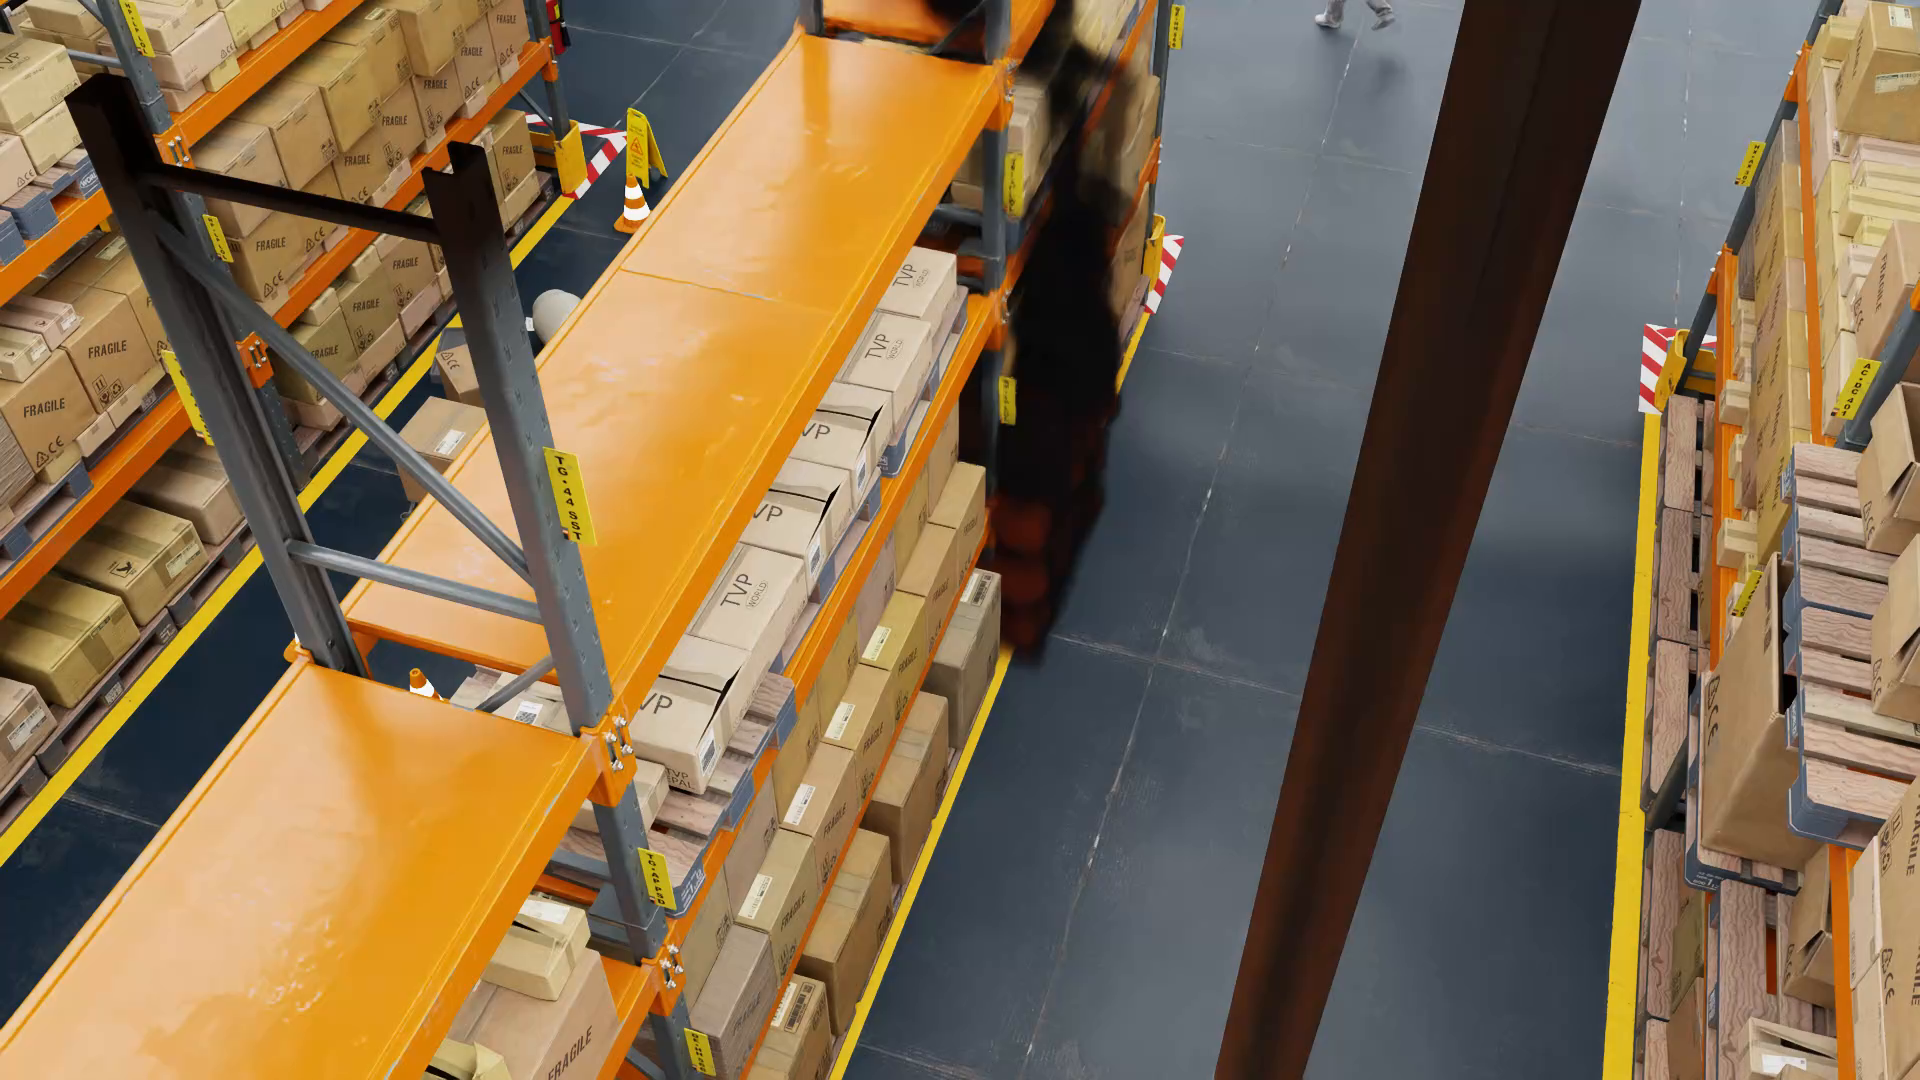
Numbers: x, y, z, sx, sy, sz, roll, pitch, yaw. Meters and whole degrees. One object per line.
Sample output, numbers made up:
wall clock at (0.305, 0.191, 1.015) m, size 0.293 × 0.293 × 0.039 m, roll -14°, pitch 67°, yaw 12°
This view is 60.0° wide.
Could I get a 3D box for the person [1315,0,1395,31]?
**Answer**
person at (3.695, -5.408, 15.212) m, size 0.671 × 1.770 × 0.867 m, roll -27°, pitch 51°, yaw -24°
